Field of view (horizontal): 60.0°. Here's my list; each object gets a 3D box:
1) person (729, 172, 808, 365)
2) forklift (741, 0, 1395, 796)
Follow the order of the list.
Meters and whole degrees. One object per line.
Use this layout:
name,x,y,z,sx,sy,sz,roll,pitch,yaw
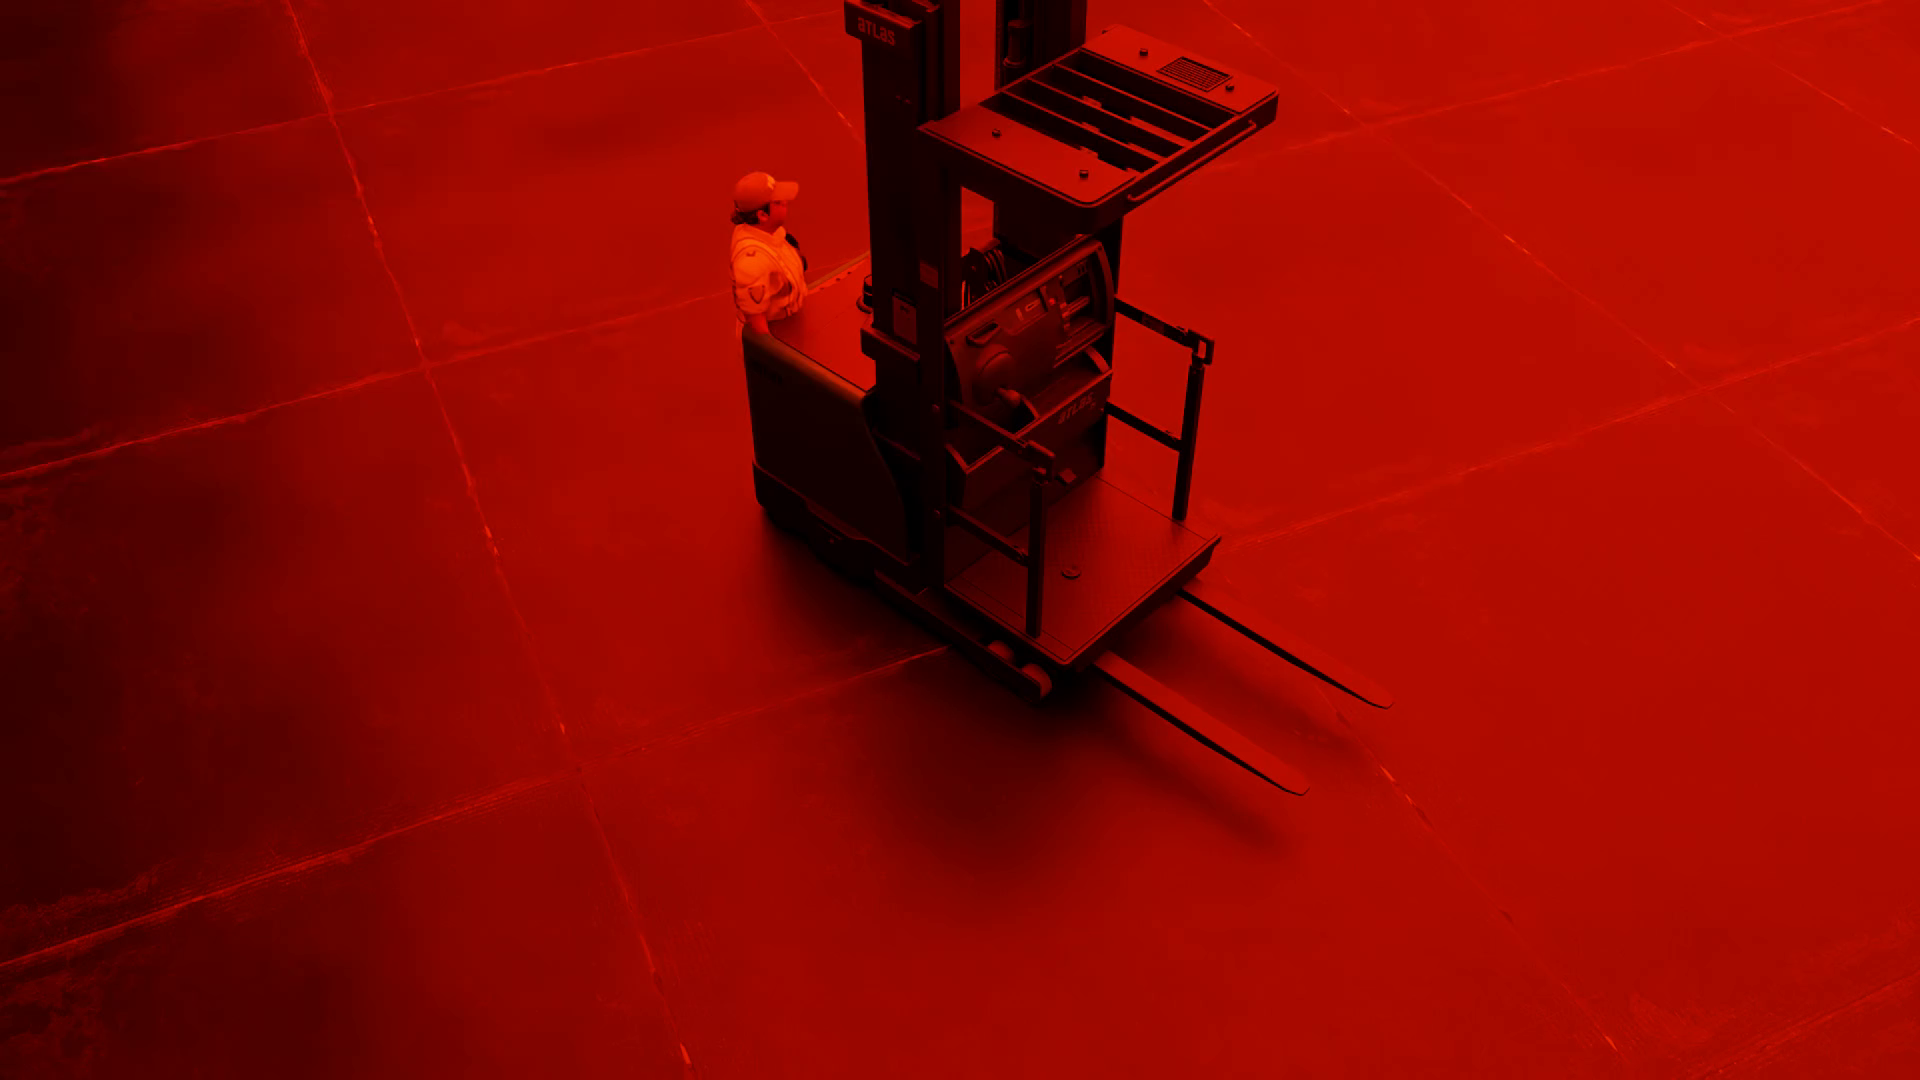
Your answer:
person,-0.764,-0.905,7.572,0.510,1.673,0.596,-3,43,-3
forklift,0.445,-0.788,6.525,3.031,2.935,1.130,32,52,30
